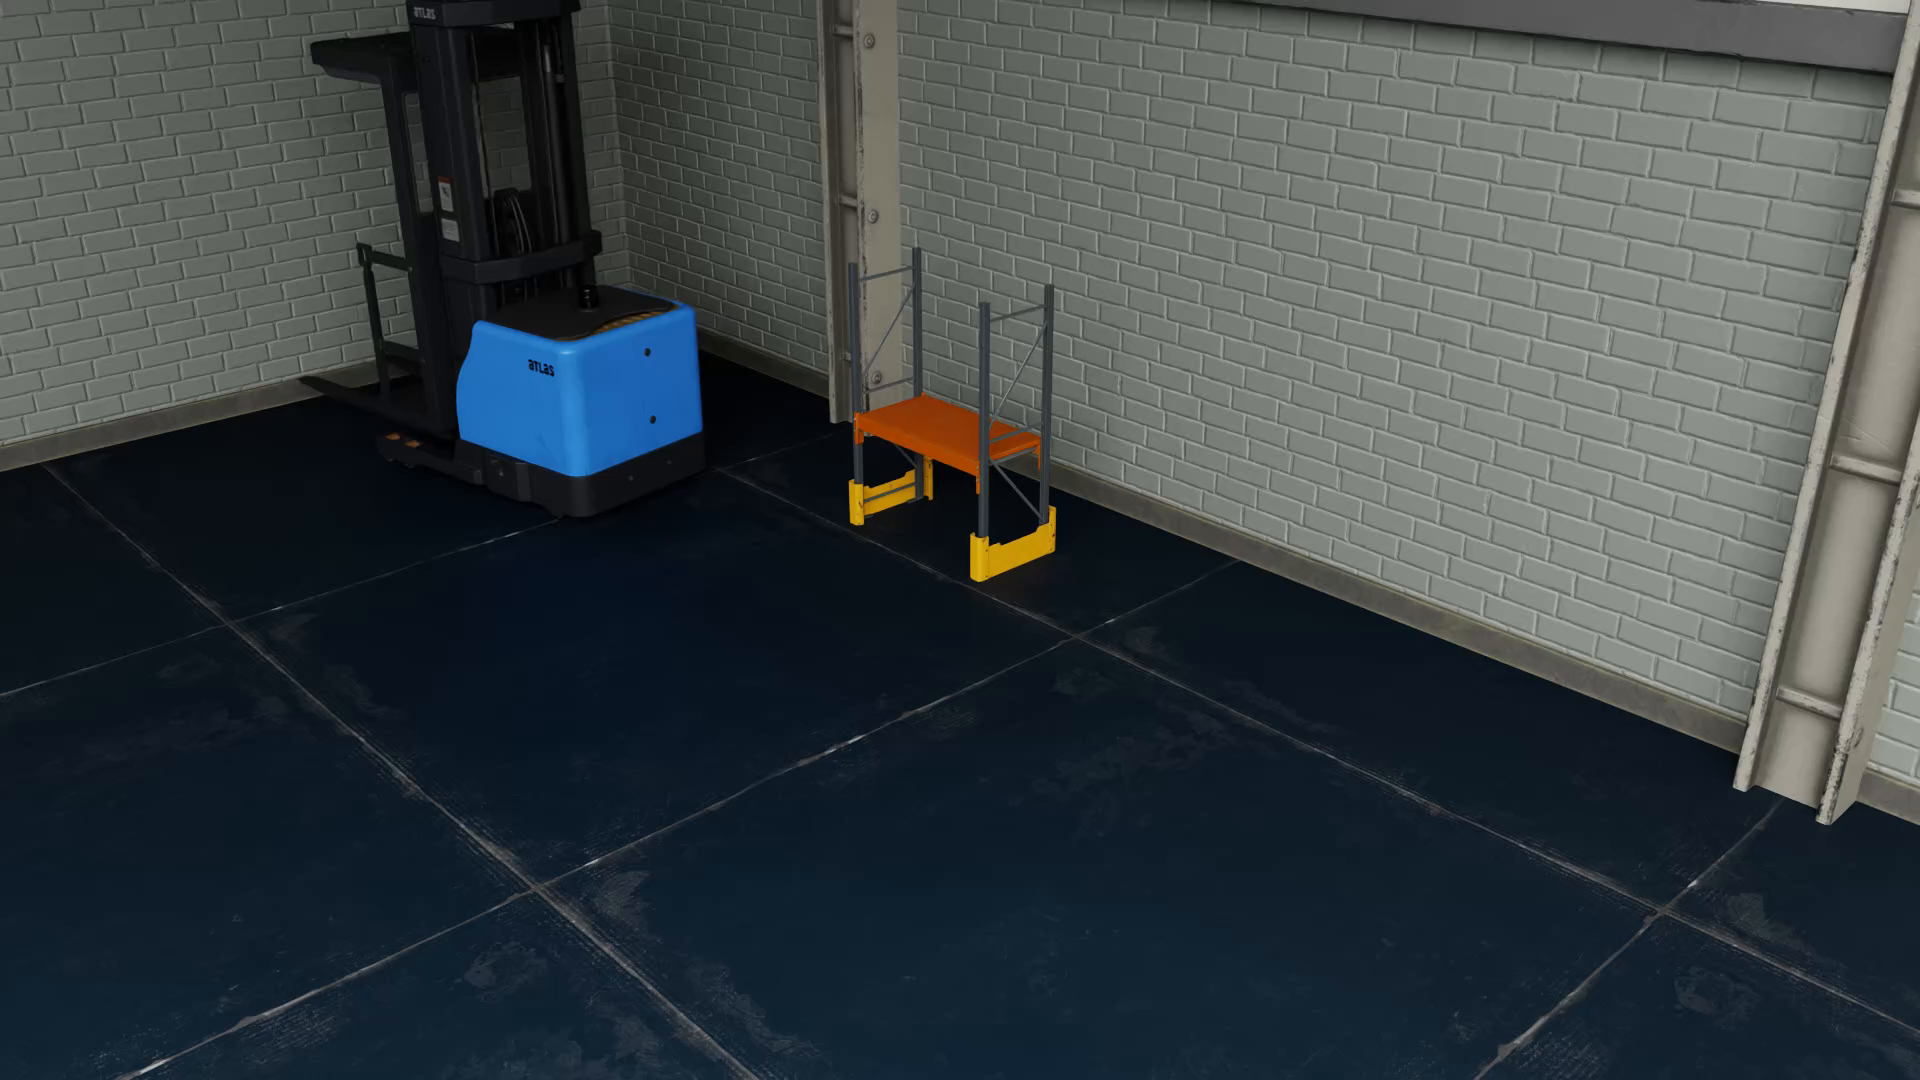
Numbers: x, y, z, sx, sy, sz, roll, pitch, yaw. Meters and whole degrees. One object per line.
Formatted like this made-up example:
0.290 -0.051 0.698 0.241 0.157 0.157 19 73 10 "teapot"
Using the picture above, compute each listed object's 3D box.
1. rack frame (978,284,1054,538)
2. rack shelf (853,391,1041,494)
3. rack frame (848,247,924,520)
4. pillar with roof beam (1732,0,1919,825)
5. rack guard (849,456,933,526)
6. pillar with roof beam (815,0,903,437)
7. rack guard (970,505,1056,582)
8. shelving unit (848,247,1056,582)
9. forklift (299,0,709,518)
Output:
0.289 -0.554 8.658 0.500 1.500 0.032 -21 32 -38 "rack frame"
-0.058 -0.545 9.070 0.538 0.185 1.000 -21 32 -38 "rack shelf"
-0.406 -0.862 9.333 0.500 1.500 0.032 -21 32 -38 "rack frame"
0.345 -1.821 2.400 9.100 9.000 0.400 -21 32 -38 "pillar with roof beam"
-0.392 -0.288 9.579 0.587 0.250 0.087 -21 32 -38 "rack guard"
-3.756 -3.639 6.385 9.100 9.000 0.400 -21 32 -38 "pillar with roof beam"
0.288 0.014 8.918 0.587 0.250 0.087 -21 32 -38 "rack guard"
-0.052 -0.705 8.989 0.587 1.500 1.083 -21 32 -38 "shelving unit"
-2.998 -1.932 9.953 3.031 2.935 1.130 18 30 34 "forklift"
